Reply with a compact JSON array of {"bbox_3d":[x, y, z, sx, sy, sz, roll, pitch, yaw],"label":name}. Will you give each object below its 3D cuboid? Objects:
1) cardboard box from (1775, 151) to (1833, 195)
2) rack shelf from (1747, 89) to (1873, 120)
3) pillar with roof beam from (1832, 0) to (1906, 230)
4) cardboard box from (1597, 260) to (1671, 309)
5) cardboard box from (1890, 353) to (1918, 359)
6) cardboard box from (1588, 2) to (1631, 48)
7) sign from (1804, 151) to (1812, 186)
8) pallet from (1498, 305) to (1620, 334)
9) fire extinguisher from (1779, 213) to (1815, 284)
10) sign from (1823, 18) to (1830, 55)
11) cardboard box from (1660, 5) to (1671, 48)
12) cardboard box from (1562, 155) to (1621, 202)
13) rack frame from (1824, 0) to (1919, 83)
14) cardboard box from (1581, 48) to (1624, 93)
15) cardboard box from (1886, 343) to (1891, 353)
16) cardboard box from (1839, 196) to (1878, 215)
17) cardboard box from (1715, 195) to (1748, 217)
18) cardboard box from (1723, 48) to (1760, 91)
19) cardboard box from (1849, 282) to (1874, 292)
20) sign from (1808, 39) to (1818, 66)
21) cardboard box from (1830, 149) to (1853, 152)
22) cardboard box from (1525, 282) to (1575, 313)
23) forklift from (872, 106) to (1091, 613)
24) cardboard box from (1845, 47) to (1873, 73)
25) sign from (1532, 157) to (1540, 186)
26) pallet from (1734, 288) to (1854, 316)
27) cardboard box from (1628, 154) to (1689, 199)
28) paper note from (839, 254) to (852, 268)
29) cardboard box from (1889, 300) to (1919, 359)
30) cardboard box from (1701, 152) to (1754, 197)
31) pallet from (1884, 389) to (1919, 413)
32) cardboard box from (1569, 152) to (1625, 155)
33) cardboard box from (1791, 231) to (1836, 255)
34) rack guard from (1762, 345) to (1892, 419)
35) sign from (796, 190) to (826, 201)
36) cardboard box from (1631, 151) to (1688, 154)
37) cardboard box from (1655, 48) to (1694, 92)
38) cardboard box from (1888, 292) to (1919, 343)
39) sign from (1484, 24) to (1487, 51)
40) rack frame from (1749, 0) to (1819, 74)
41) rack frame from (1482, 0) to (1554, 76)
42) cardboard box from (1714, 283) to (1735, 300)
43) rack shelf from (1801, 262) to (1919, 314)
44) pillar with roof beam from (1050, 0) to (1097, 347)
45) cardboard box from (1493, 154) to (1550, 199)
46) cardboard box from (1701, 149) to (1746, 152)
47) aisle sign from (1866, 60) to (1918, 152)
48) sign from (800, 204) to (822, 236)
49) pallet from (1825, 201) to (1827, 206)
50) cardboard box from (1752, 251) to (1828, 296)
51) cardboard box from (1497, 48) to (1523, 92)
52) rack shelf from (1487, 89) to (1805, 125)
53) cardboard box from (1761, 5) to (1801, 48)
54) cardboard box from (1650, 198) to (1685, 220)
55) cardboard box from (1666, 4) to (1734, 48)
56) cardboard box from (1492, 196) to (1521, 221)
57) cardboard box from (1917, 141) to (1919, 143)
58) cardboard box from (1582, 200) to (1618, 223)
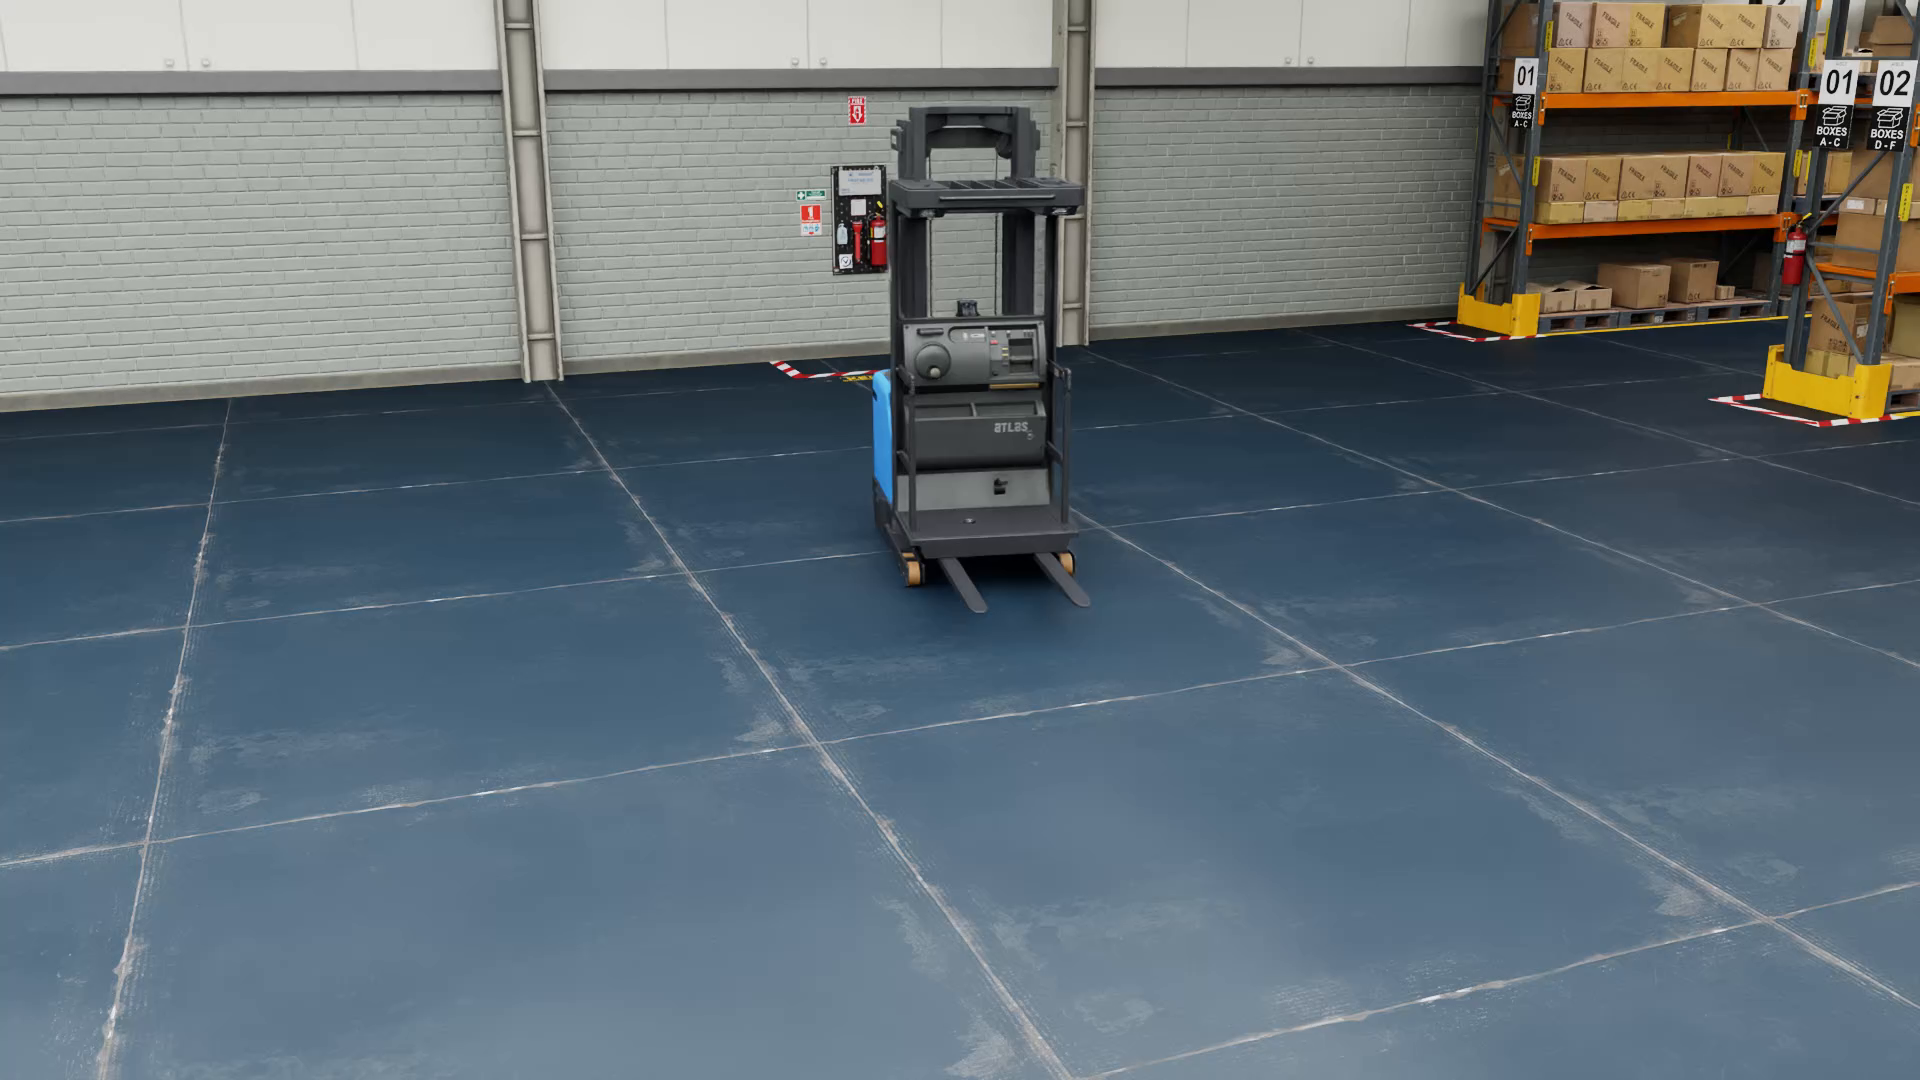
[{"bbox_3d":[10.740,-4.733,21.435,0.500,0.500,0.700,-6,17,-20],"label":"cardboard box"},{"bbox_3d":[12.120,-5.728,21.732,4.000,0.370,1.077,-6,17,-20],"label":"rack shelf"},{"bbox_3d":[14.005,-6.678,18.367,0.400,9.000,9.100,-6,17,-20],"label":"pillar with roof beam"},{"bbox_3d":[8.431,-3.205,20.844,0.500,0.500,0.700,-7,18,-24],"label":"cardboard box"},{"bbox_3d":[9.340,-1.655,16.045,0.500,0.250,0.500,-6,17,-20],"label":"cardboard box"},{"bbox_3d":[7.451,-6.018,19.455,0.500,0.500,0.500,-6,18,-21],"label":"cardboard box"},{"bbox_3d":[8.113,-3.539,15.851,0.005,0.325,0.100,-6,17,-20],"label":"sign"},{"bbox_3d":[7.360,-2.771,20.660,1.213,0.211,1.003,-6,17,-20],"label":"pallet"},{"bbox_3d":[8.017,-2.799,15.943,0.183,0.674,0.296,-6,17,-20],"label":"fire extinguisher"},{"bbox_3d":[8.113,-4.696,15.511,0.005,0.325,0.100,-6,17,-20],"label":"sign"},{"bbox_3d":[8.273,-6.268,20.308,0.500,0.500,0.500,-6,17,-20],"label":"cardboard box"},{"bbox_3d":[7.536,-4.342,19.962,0.500,0.500,0.500,-6,17,-20],"label":"cardboard box"},{"bbox_3d":[8.294,-5.604,14.711,0.127,3.000,1.000,-6,17,-20],"label":"rack frame"},{"bbox_3d":[7.434,-5.538,19.597,0.500,0.500,0.500,-5,17,-16],"label":"cardboard box"},{"bbox_3d":[9.151,-1.793,16.516,0.500,0.250,0.500,-6,17,-20],"label":"cardboard box"},{"bbox_3d":[8.582,-3.174,15.753,0.250,0.149,0.380,-6,18,-21],"label":"cardboard box"},{"bbox_3d":[9.451,-4.194,20.788,0.500,0.250,0.500,-6,17,-20],"label":"cardboard box"},{"bbox_3d":[9.393,-5.765,20.371,0.500,0.500,0.500,-8,18,-25],"label":"cardboard box"},{"bbox_3d":[11.890,-3.628,22.286,0.500,0.500,0.700,-6,17,-19],"label":"cardboard box"},{"bbox_3d":[10.454,-5.977,20.388,0.005,0.325,0.100,-6,17,-20],"label":"sign"},{"bbox_3d":[11.868,-4.863,21.875,0.500,0.500,0.700,-4,17,-12],"label":"cardboard box"},{"bbox_3d":[7.196,-2.996,20.468,0.500,0.311,0.500,-8,18,-26],"label":"cardboard box"},{"bbox_3d":[0.137,-1.219,10.547,1.130,2.935,3.031,-3,17,-10],"label":"forklift"},{"bbox_3d":[11.367,-6.126,21.225,0.500,0.311,0.500,-6,17,-18],"label":"cardboard box"},{"bbox_3d":[6.712,-4.301,19.386,0.005,0.325,0.100,-6,17,-20],"label":"sign"},{"bbox_3d":[10.979,-3.173,22.029,1.213,0.211,1.003,-6,17,-20],"label":"pallet"},{"bbox_3d":[8.499,-4.448,20.321,0.500,0.500,0.500,-6,17,-18],"label":"cardboard box"},{"bbox_3d":[-1.252,-3.061,18.260,0.142,0.148,0.016,-6,17,-20],"label":"paper note"},{"bbox_3d":[9.340,-2.014,15.938,0.500,0.500,0.500,-6,17,-20],"label":"cardboard box"},{"bbox_3d":[9.458,-4.549,20.664,0.500,0.500,0.500,-6,17,-20],"label":"cardboard box"},{"bbox_3d":[8.993,-1.476,16.250,1.213,0.211,1.003,-6,17,-20],"label":"pallet"},{"bbox_3d":[7.837,-4.531,20.604,0.500,0.500,0.500,-7,18,-22],"label":"cardboard box"},{"bbox_3d":[11.344,-3.927,21.974,0.500,0.250,0.500,-7,18,-21],"label":"cardboard box"},{"bbox_3d":[8.271,-1.524,15.901,0.348,0.500,1.175,-6,17,-20],"label":"rack guard"},{"bbox_3d":[-1.608,-3.724,17.951,0.331,0.109,0.001,-6,17,-20],"label":"sign"},{"bbox_3d":[8.788,-4.637,20.965,0.500,0.500,0.500,-6,17,-19],"label":"cardboard box"},{"bbox_3d":[8.410,-5.651,19.982,0.500,0.500,0.500,-5,17,-17],"label":"cardboard box"},{"bbox_3d":[9.617,-2.205,16.587,0.500,0.500,0.500,-6,17,-20],"label":"cardboard box"},{"bbox_3d":[6.338,-6.041,19.951,0.005,0.325,0.100,-6,17,-20],"label":"sign"},{"bbox_3d":[10.253,-7.310,20.522,0.127,3.000,1.000,-6,17,-20],"label":"rack frame"},{"bbox_3d":[6.518,-6.907,19.148,0.127,3.000,1.000,-6,17,-20],"label":"rack frame"},{"bbox_3d":[9.764,-3.222,21.494,0.250,0.166,0.380,-9,18,-27],"label":"cardboard box"},{"bbox_3d":[10.161,-2.582,16.345,4.000,0.370,1.077,-6,17,-20],"label":"rack shelf"},{"bbox_3d":[2.800,-5.468,14.247,0.400,9.000,9.100,-6,17,-20],"label":"pillar with roof beam"},{"bbox_3d":[6.882,-4.430,20.259,0.500,0.500,0.500,-6,18,-21],"label":"cardboard box"},{"bbox_3d":[9.739,-4.737,21.306,0.500,0.500,0.500,-7,18,-21],"label":"cardboard box"},{"bbox_3d":[8.342,-3.886,14.893,0.004,0.787,0.394,-6,17,-20],"label":"aisle sign"},{"bbox_3d":[-1.615,-3.471,18.032,0.234,0.329,0.001,-6,17,-20],"label":"sign"},{"bbox_3d":[12.154,-4.533,22.051,1.213,0.211,1.003,-6,17,-20],"label":"pallet"},{"bbox_3d":[10.934,-3.522,21.925,0.500,0.500,0.700,-6,17,-18],"label":"cardboard box"},{"bbox_3d":[6.817,-5.634,19.924,0.500,0.500,0.500,-5,17,-16],"label":"cardboard box"},{"bbox_3d":[8.385,-5.324,20.359,4.000,0.370,1.077,-6,17,-20],"label":"rack shelf"},{"bbox_3d":[9.882,-6.287,20.372,0.500,0.500,0.500,-8,18,-25],"label":"cardboard box"},{"bbox_3d":[8.517,-4.088,20.427,0.500,0.250,0.500,-6,17,-20],"label":"cardboard box"},{"bbox_3d":[8.890,-6.173,19.985,0.500,0.500,0.500,-7,18,-22],"label":"cardboard box"},{"bbox_3d":[6.885,-4.065,20.346,0.500,0.250,0.500,-6,17,-19],"label":"cardboard box"},{"bbox_3d":[9.273,-3.500,15.712,0.500,0.500,0.700,-7,18,-22],"label":"cardboard box"},{"bbox_3d":[7.567,-3.988,20.086,0.500,0.250,0.500,-7,18,-22],"label":"cardboard box"}]
